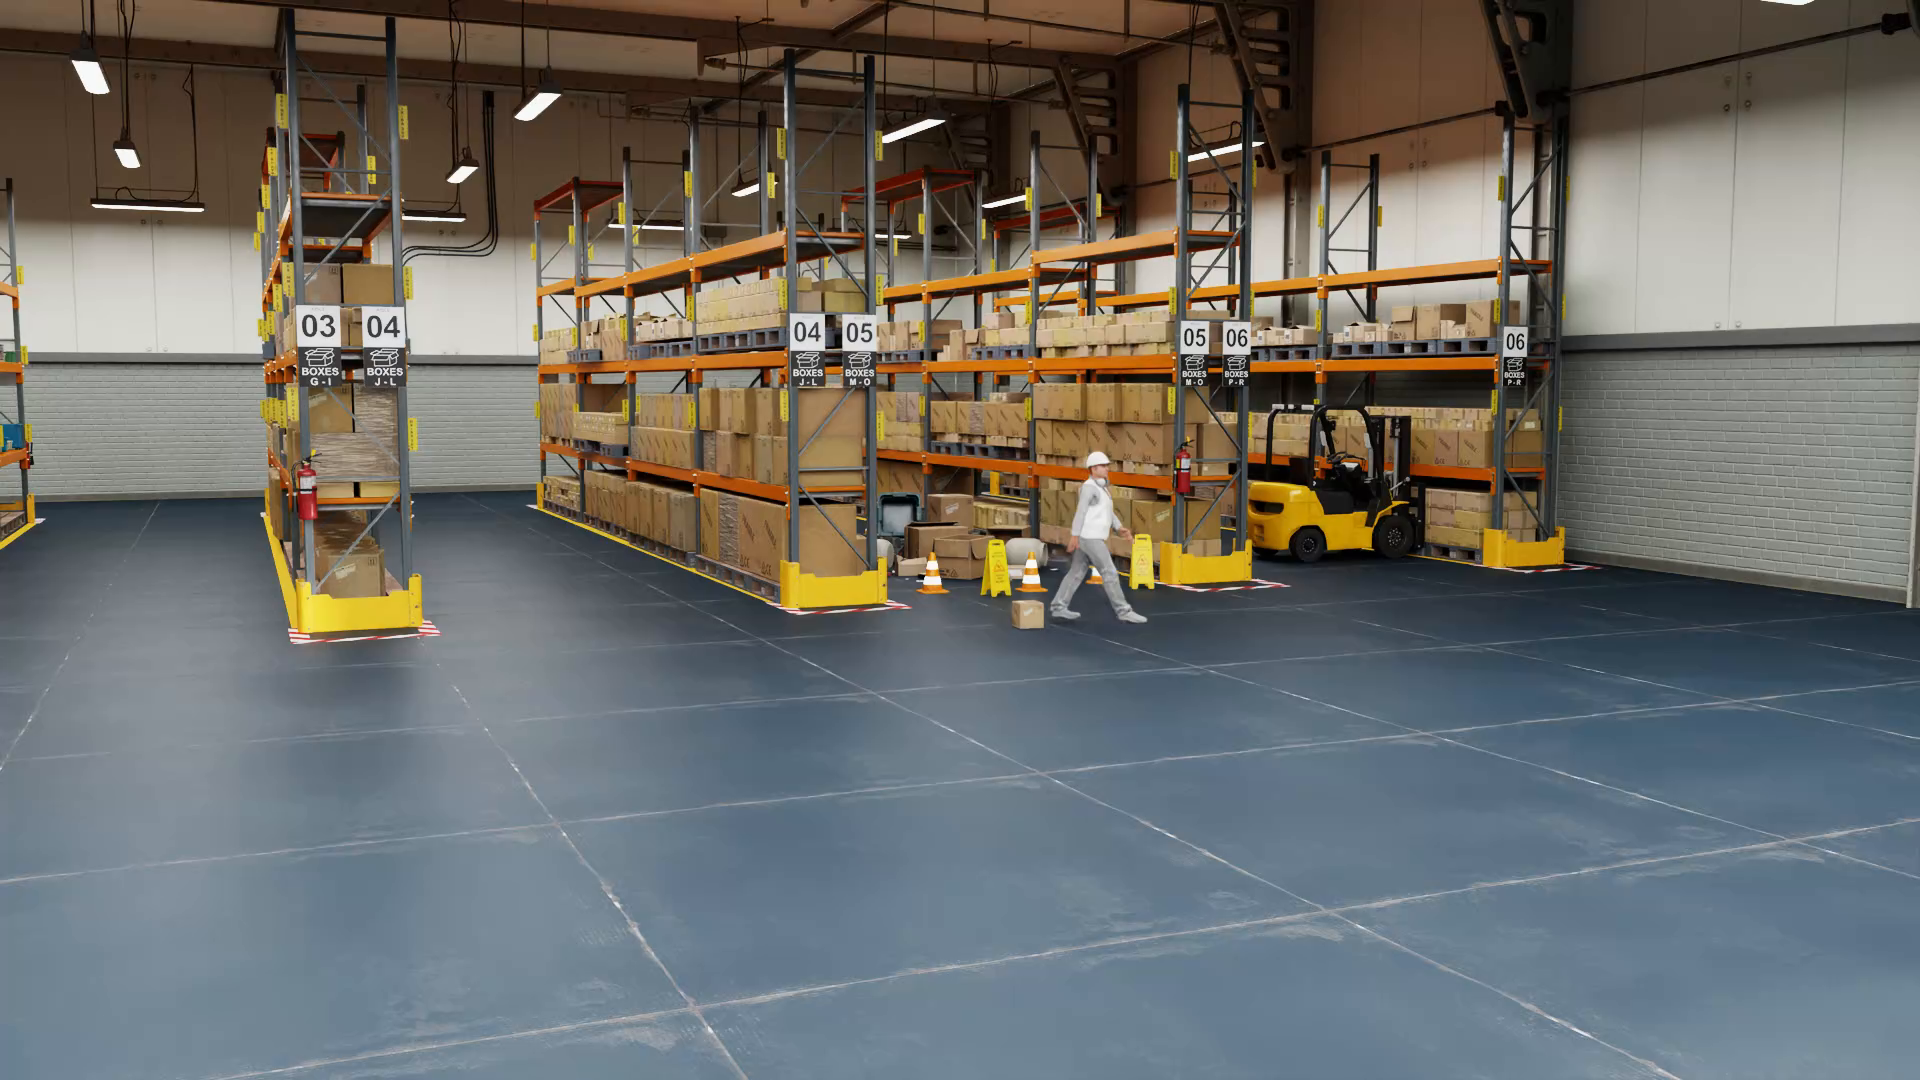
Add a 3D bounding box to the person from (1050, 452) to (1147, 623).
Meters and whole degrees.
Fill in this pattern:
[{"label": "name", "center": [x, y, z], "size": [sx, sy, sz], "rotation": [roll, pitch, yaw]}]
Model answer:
[{"label": "person", "center": [1.413, -0.035, 16.953], "size": [0.994, 1.726, 0.516], "rotation": [1, 5, 6]}]
